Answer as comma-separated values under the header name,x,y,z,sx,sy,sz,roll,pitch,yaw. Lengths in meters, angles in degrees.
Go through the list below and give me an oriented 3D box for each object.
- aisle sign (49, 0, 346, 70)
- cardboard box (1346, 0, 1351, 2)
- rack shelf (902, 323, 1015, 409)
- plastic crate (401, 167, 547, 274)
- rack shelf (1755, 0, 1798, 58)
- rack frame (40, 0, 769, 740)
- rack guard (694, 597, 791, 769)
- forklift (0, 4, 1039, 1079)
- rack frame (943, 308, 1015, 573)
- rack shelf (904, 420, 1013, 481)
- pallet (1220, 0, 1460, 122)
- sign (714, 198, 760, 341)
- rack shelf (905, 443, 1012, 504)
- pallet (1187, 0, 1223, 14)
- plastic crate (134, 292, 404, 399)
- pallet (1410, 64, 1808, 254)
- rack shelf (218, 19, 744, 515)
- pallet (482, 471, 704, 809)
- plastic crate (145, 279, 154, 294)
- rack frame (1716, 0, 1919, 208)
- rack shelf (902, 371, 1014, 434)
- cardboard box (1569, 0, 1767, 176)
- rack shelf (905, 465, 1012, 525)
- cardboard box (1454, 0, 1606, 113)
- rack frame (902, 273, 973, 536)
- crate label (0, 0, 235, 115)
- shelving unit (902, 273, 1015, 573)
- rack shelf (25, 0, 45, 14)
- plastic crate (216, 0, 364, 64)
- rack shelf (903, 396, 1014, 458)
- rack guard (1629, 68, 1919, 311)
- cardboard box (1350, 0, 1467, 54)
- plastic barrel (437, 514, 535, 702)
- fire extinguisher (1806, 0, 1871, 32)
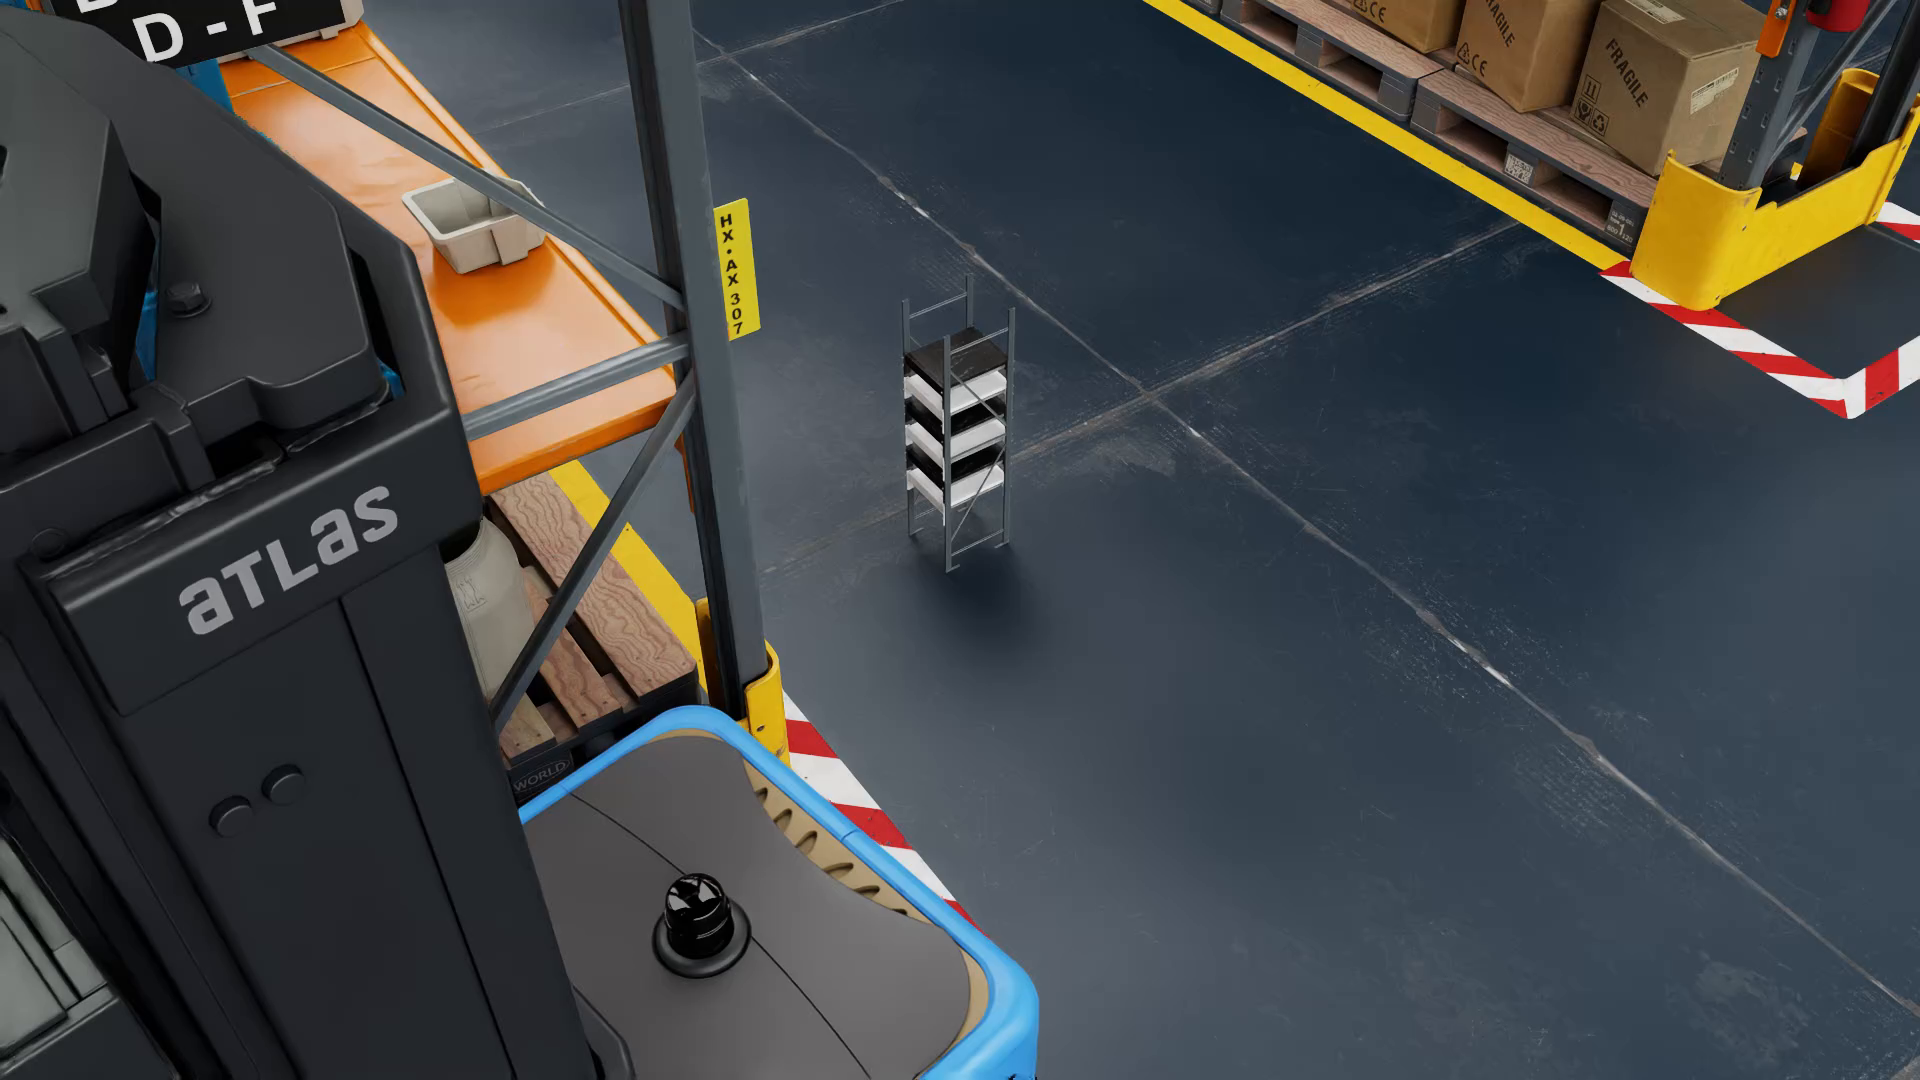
name,x,y,z,sx,sy,sz,roll,pitch,yaw
aisle sign,-1.129,-1.023,2.266,0.394,0.787,0.004,-26,49,-24
cardboard box,1.797,-2.826,7.544,0.500,0.500,0.500,-30,51,-28
rack shelf,-0.005,-0.501,4.781,0.258,0.077,0.200,-26,49,-24
plastic crate,-1.175,-0.779,4.085,0.298,0.136,0.250,-26,49,-24
rack shelf,1.991,-3.070,6.814,1.077,0.370,4.000,-26,49,-24
rack frame,-0.927,-0.241,3.330,1.000,3.000,0.127,-26,49,-24
rack guard,-1.009,0.639,4.219,1.175,0.500,0.348,-26,49,-24
forklift,-1.245,0.978,2.103,3.031,2.935,1.130,-34,53,-31
rack frame,0.054,-0.273,4.884,0.240,0.900,0.006,-26,49,-24
rack shelf,-0.005,-0.306,4.967,0.258,0.077,0.200,-26,49,-24
pallet,1.962,-2.396,7.607,1.003,0.211,1.213,-26,49,-24
sign,-0.473,-0.556,3.459,0.100,0.325,0.005,-26,49,-24
rack shelf,-0.005,-0.241,5.029,0.258,0.077,0.200,-26,49,-24
pallet,1.260,-3.088,8.331,1.003,0.211,1.213,-26,49,-24
plastic crate,-1.459,-0.352,3.554,0.499,0.251,0.616,-26,49,-24
pallet,2.656,-1.706,6.884,1.003,0.211,1.213,-26,49,-24
rack shelf,-2.071,-1.113,4.765,1.077,0.370,4.000,-26,49,-24
pallet,-1.469,0.281,4.802,1.003,0.211,1.213,-26,49,-24
plastic crate,-1.825,-0.722,3.942,0.499,0.251,0.408,-26,49,-24
rack frame,3.136,-2.197,5.379,1.000,3.000,0.127,-26,49,-24
rack shelf,-0.005,-0.436,4.843,0.258,0.077,0.200,-26,49,-24
cardboard box,2.792,-1.805,6.475,0.500,0.500,0.500,-17,46,-17
rack shelf,-0.005,-0.176,5.091,0.258,0.077,0.200,-26,49,-24
cardboard box,2.422,-2.130,6.815,0.500,0.500,0.500,-14,45,-14
rack frame,-0.063,-0.388,5.004,0.240,0.900,0.006,-26,49,-24
crate label,-2.202,-1.189,4.298,0.502,0.435,0.616,-26,49,-24
shelving unit,-0.005,-0.330,4.944,0.258,0.900,0.210,-26,49,-24
rack shelf,-2.071,-2.198,3.729,1.077,0.370,4.000,-26,49,-24
plastic crate,-2.079,-1.591,4.935,0.530,0.136,0.437,-26,49,-24
rack shelf,-0.005,-0.371,4.905,0.258,0.077,0.200,-26,49,-24
rack guard,3.092,-1.336,6.288,1.175,0.500,0.348,-26,49,-24
cardboard box,2.079,-2.492,7.195,0.500,0.500,0.500,-21,48,-21
plastic barrel,-1.366,0.165,4.403,0.421,0.512,0.421,0,44,0
fire extinguisher,2.823,-1.922,5.147,0.296,0.674,0.183,-26,49,-24
